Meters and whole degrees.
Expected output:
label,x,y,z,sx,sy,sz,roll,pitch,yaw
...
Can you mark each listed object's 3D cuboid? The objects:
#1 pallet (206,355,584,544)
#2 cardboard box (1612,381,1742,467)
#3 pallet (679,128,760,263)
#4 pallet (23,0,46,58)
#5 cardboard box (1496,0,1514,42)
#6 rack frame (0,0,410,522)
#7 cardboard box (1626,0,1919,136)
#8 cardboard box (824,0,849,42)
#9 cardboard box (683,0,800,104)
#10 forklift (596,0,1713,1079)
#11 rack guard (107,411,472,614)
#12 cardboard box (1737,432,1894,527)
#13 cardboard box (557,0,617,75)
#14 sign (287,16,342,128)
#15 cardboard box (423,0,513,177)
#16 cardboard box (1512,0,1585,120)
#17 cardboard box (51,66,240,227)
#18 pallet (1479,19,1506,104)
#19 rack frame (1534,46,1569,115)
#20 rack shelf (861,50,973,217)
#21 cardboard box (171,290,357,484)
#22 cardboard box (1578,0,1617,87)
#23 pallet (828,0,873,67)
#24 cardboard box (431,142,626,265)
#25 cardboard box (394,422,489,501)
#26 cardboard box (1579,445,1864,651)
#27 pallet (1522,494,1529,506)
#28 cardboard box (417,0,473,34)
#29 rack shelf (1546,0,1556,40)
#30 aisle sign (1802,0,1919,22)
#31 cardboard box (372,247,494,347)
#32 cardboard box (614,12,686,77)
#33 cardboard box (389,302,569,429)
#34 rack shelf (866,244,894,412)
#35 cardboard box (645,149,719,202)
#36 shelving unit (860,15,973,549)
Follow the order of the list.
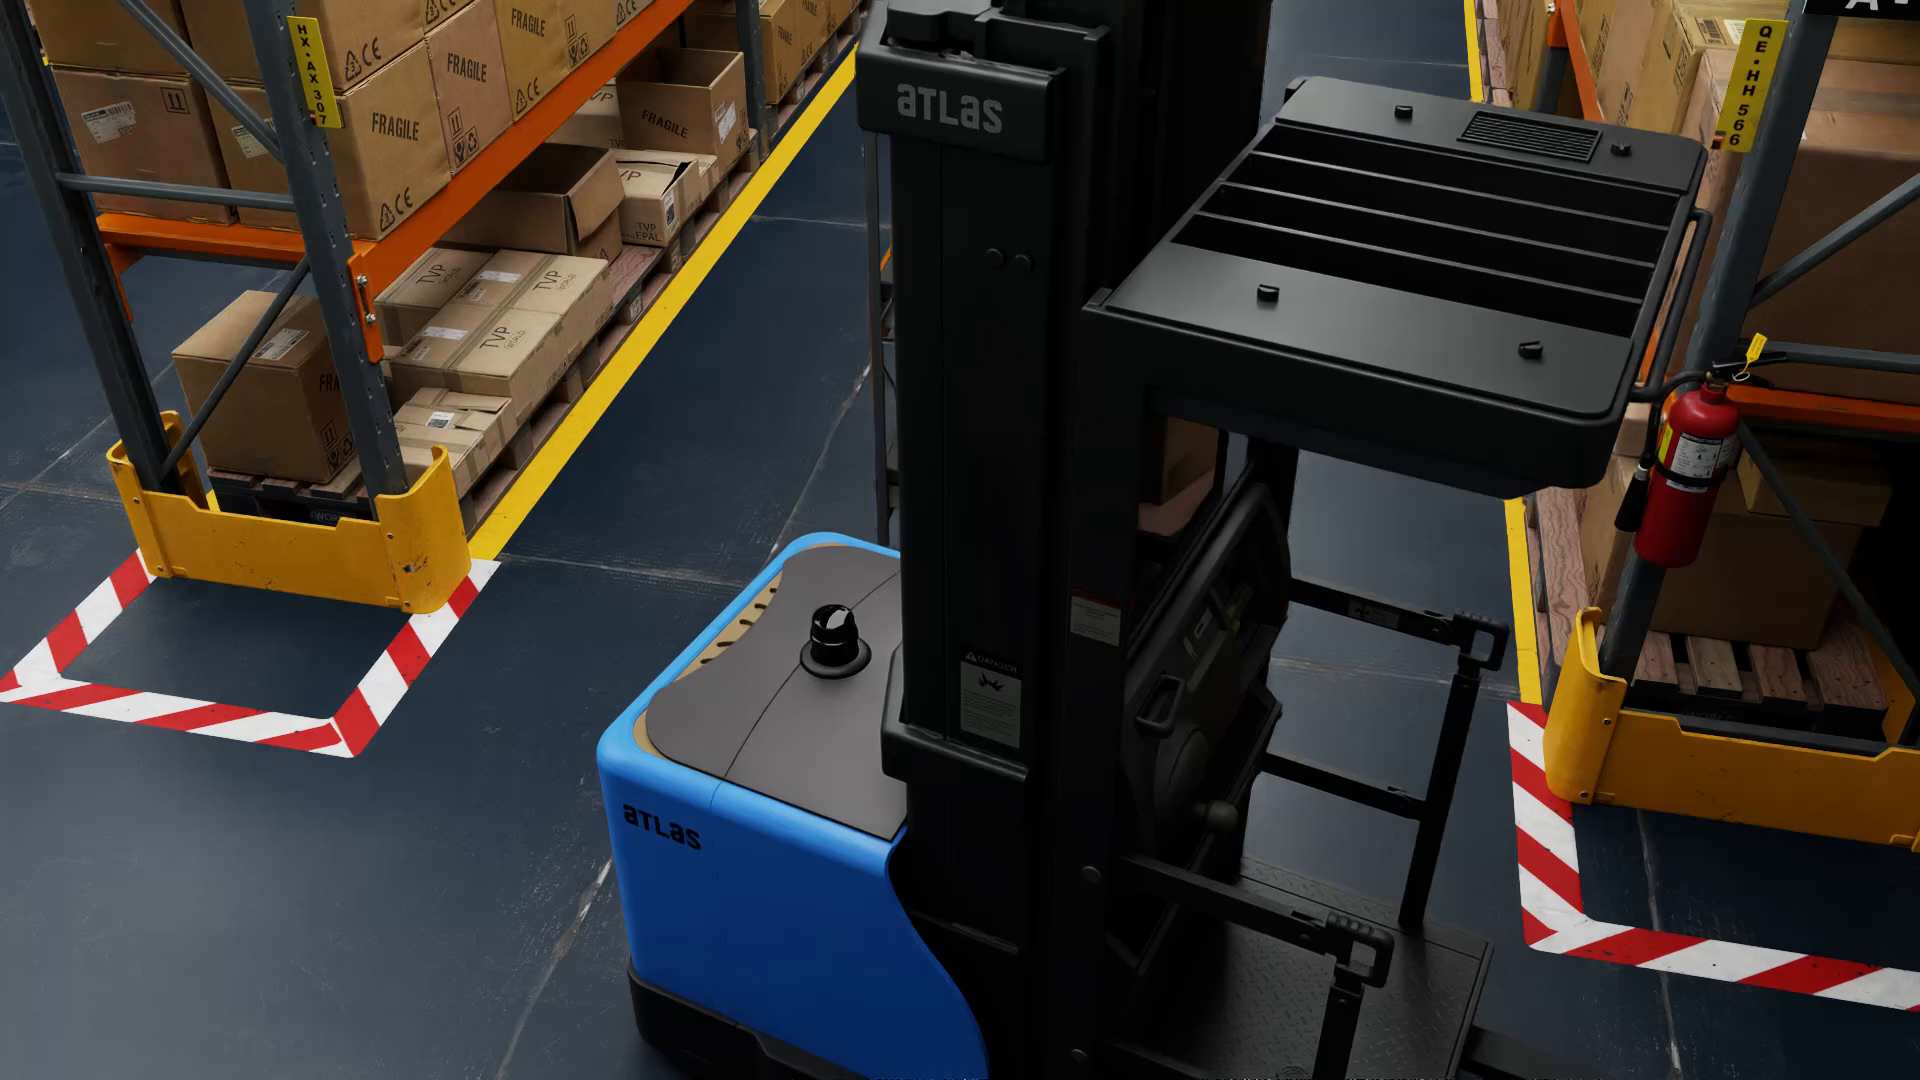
label,x,y,z,sx,sy,sz,roll,pitch,yaw
pallet,-2.220,-0.443,6.682,1.003,0.211,1.213,7,37,10
cardboard box,2.335,-0.384,5.443,0.380,0.149,0.250,7,37,9
pallet,-1.699,-1.842,8.612,1.003,0.211,1.213,7,37,10
pallet,-6.184,-3.296,10.618,1.003,0.211,1.213,7,37,10
cardboard box,3.664,-3.433,9.904,0.750,0.750,0.750,7,37,10
rack frame,-2.406,-1.072,5.173,1.000,3.000,0.127,7,37,10
cardboard box,2.678,-1.287,5.214,0.980,0.700,0.700,7,37,10
cardboard box,-0.993,-3.371,10.100,0.500,0.500,0.500,8,37,11
cardboard box,-1.210,-2.778,9.282,0.500,0.500,0.500,6,36,8
forklift,0.700,0.279,3.367,3.031,2.935,1.130,16,39,21
rack guard,-2.390,-0.103,5.966,1.175,0.500,0.348,7,37,10
cardboard box,2.655,-0.191,5.177,0.380,0.149,0.250,8,37,10
cardboard box,-1.730,-2.204,6.650,0.500,0.500,0.500,8,37,11
sign,-1.876,-1.354,4.825,0.100,0.325,0.005,7,37,10
cardboard box,-1.949,-1.630,5.858,0.500,0.500,0.500,7,37,10
cardboard box,3.300,-2.435,8.527,0.750,0.750,0.750,8,37,11
cardboard box,-2.576,-1.403,5.545,0.500,0.500,0.500,8,37,11
pallet,3.638,-2.771,9.893,1.003,0.211,1.213,7,37,10
rack frame,3.289,-2.746,7.483,1.000,3.000,0.127,7,37,10
rack shelf,-0.035,-1.311,5.100,0.431,0.518,0.480,7,37,10
cardboard box,-2.530,-0.580,6.250,0.500,0.500,0.500,7,37,10
cardboard box,2.996,-2.141,6.392,0.980,0.700,0.700,6,36,9
pallet,-1.156,-3.409,10.773,1.003,0.211,1.213,7,37,10
cardboard box,-1.948,-1.455,7.453,0.797,0.503,0.637,7,37,10
cardboard box,-1.981,-0.293,6.152,0.380,0.149,0.250,7,37,10
cardboard box,2.486,-0.025,5.500,0.700,0.500,0.500,7,37,10
pallet,2.791,-0.489,6.746,1.003,0.211,1.213,7,37,10
cardboard box,-1.949,-2.039,5.570,0.500,0.500,0.500,8,37,10
rack shelf,3.716,-3.602,9.276,1.077,0.370,4.000,7,37,10
aisle sign,2.126,-1.502,3.551,0.394,0.787,0.004,7,37,10
cardboard box,-2.298,-1.020,7.070,0.500,0.250,0.500,7,37,10
cardboard box,-1.726,-2.850,9.381,0.500,0.500,0.500,7,37,10
cardboard box,-1.906,-0.699,6.627,0.500,0.250,0.500,7,37,10
rack shelf,-0.035,-0.744,5.511,0.431,0.518,0.480,7,37,10
cardboard box,-1.418,-1.804,8.238,0.380,0.149,0.250,7,37,10
shelving unit,-0.035,-0.755,5.503,0.431,2.100,0.503,7,37,10
